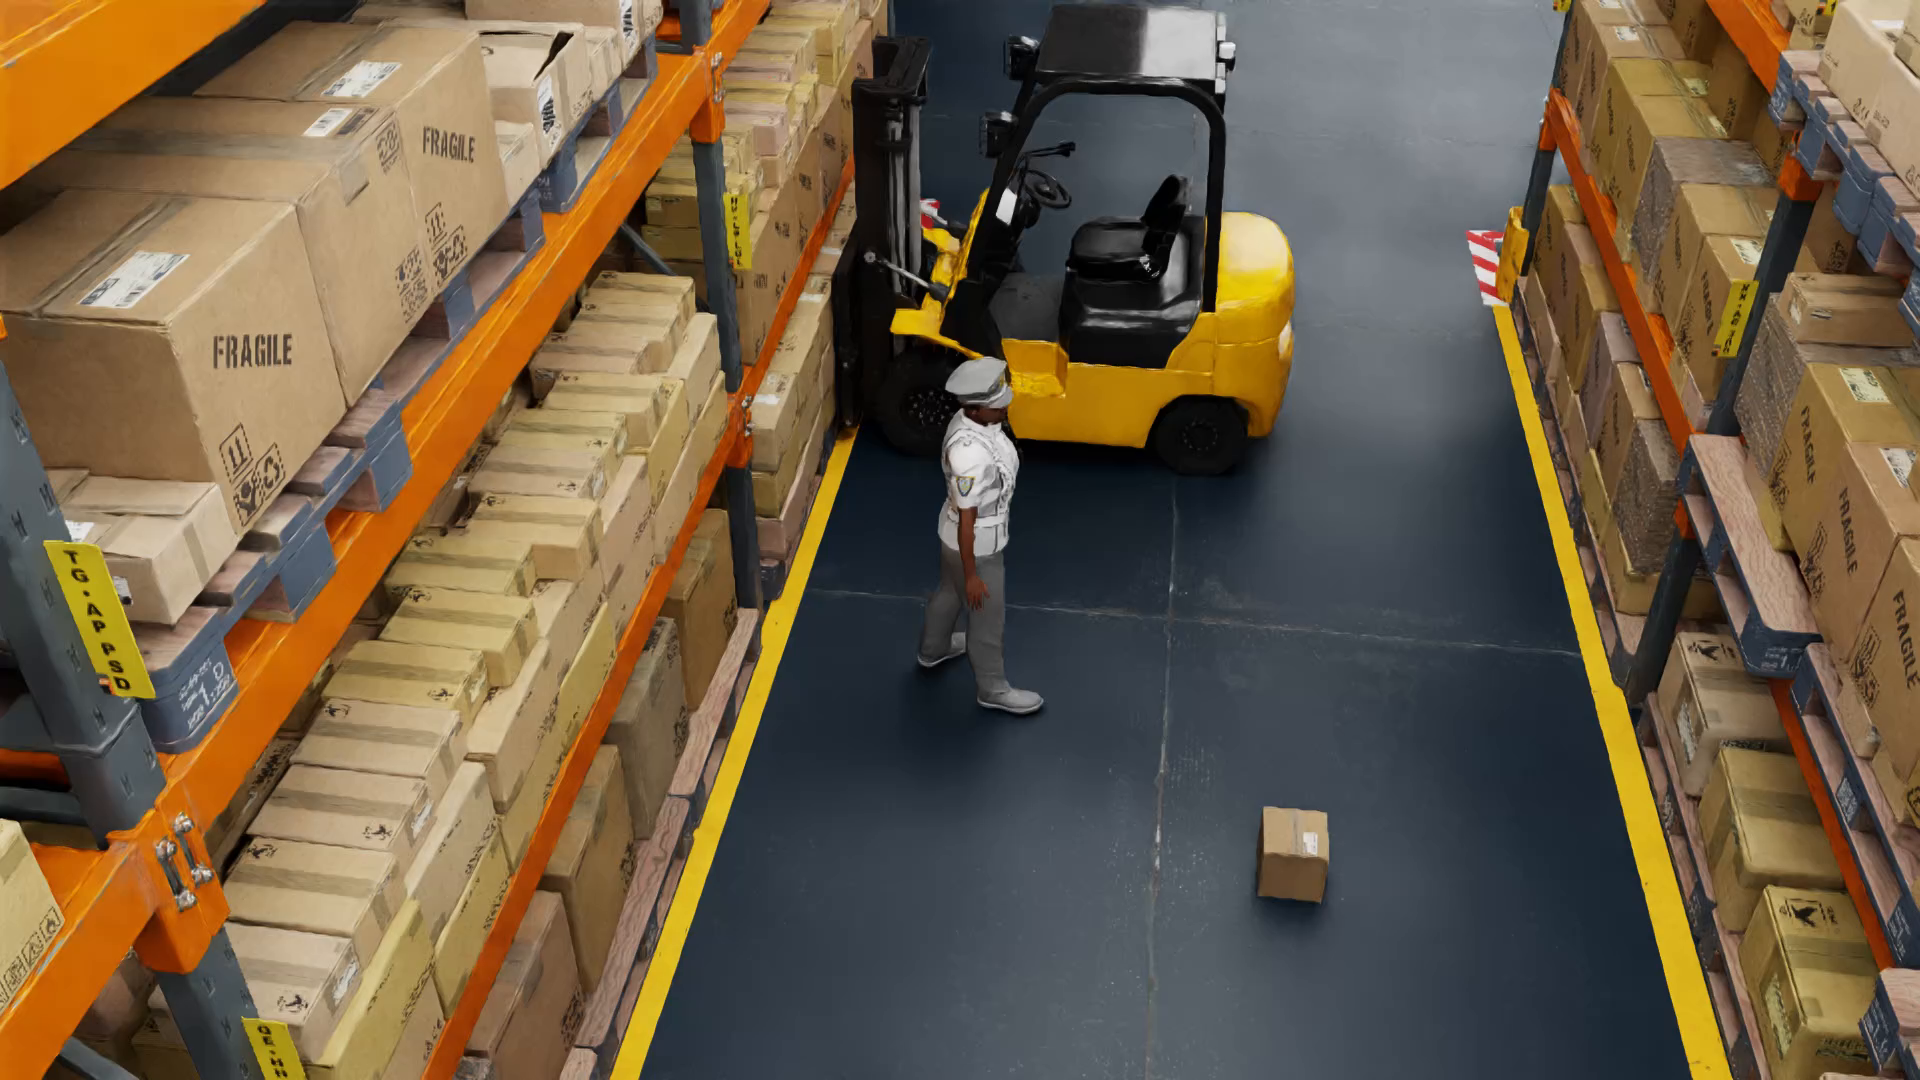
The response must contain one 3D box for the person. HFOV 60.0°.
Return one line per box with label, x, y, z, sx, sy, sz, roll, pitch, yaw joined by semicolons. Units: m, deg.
person;0.088;-0.009;7.013;0.577;1.664;0.657;2;36;3
